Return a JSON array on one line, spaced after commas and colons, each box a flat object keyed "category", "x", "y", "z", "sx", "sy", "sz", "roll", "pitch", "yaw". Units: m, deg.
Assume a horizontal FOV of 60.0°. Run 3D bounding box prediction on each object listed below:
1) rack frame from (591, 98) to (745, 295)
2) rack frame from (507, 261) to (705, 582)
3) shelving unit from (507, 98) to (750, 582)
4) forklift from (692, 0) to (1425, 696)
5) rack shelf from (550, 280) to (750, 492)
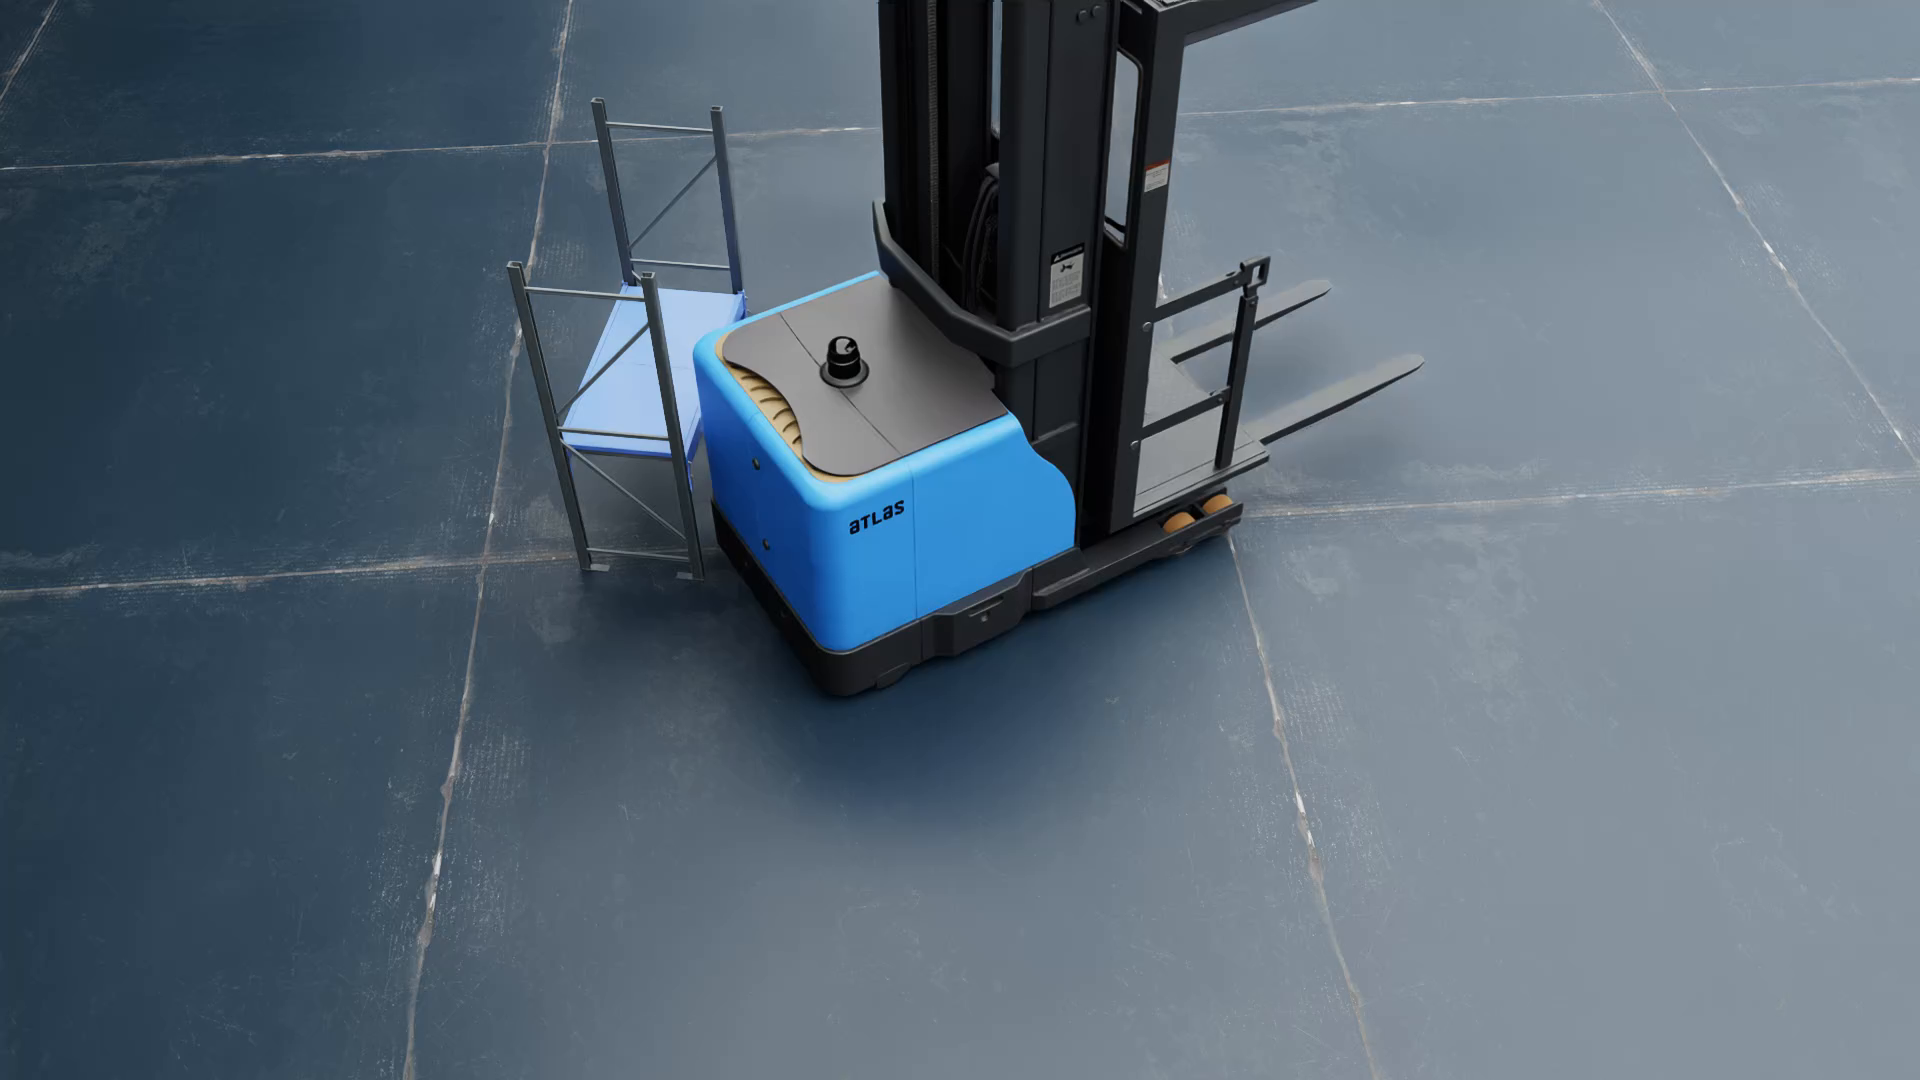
[{"category": "rack frame", "x": -1.136, "y": -1.117, "z": 6.775, "sx": 0.500, "sy": 1.500, "sz": 0.032, "roll": 5, "pitch": 47, "yaw": 5}, {"category": "rack frame", "x": -1.263, "y": -0.385, "z": 6.081, "sx": 0.500, "sy": 1.500, "sz": 0.032, "roll": 5, "pitch": 47, "yaw": 5}, {"category": "shelving unit", "x": -1.199, "y": -0.751, "z": 6.428, "sx": 0.538, "sy": 1.500, "sz": 1.048, "roll": 5, "pitch": 47, "yaw": 5}, {"category": "forklift", "x": 0.547, "y": -1.258, "z": 5.923, "sx": 3.031, "sy": 2.935, "sz": 1.130, "roll": -24, "pitch": 51, "yaw": -21}, {"category": "rack shelf", "x": -1.199, "y": -0.627, "z": 6.559, "sx": 0.538, "sy": 0.185, "sz": 1.000, "roll": 5, "pitch": 47, "yaw": 5}]
